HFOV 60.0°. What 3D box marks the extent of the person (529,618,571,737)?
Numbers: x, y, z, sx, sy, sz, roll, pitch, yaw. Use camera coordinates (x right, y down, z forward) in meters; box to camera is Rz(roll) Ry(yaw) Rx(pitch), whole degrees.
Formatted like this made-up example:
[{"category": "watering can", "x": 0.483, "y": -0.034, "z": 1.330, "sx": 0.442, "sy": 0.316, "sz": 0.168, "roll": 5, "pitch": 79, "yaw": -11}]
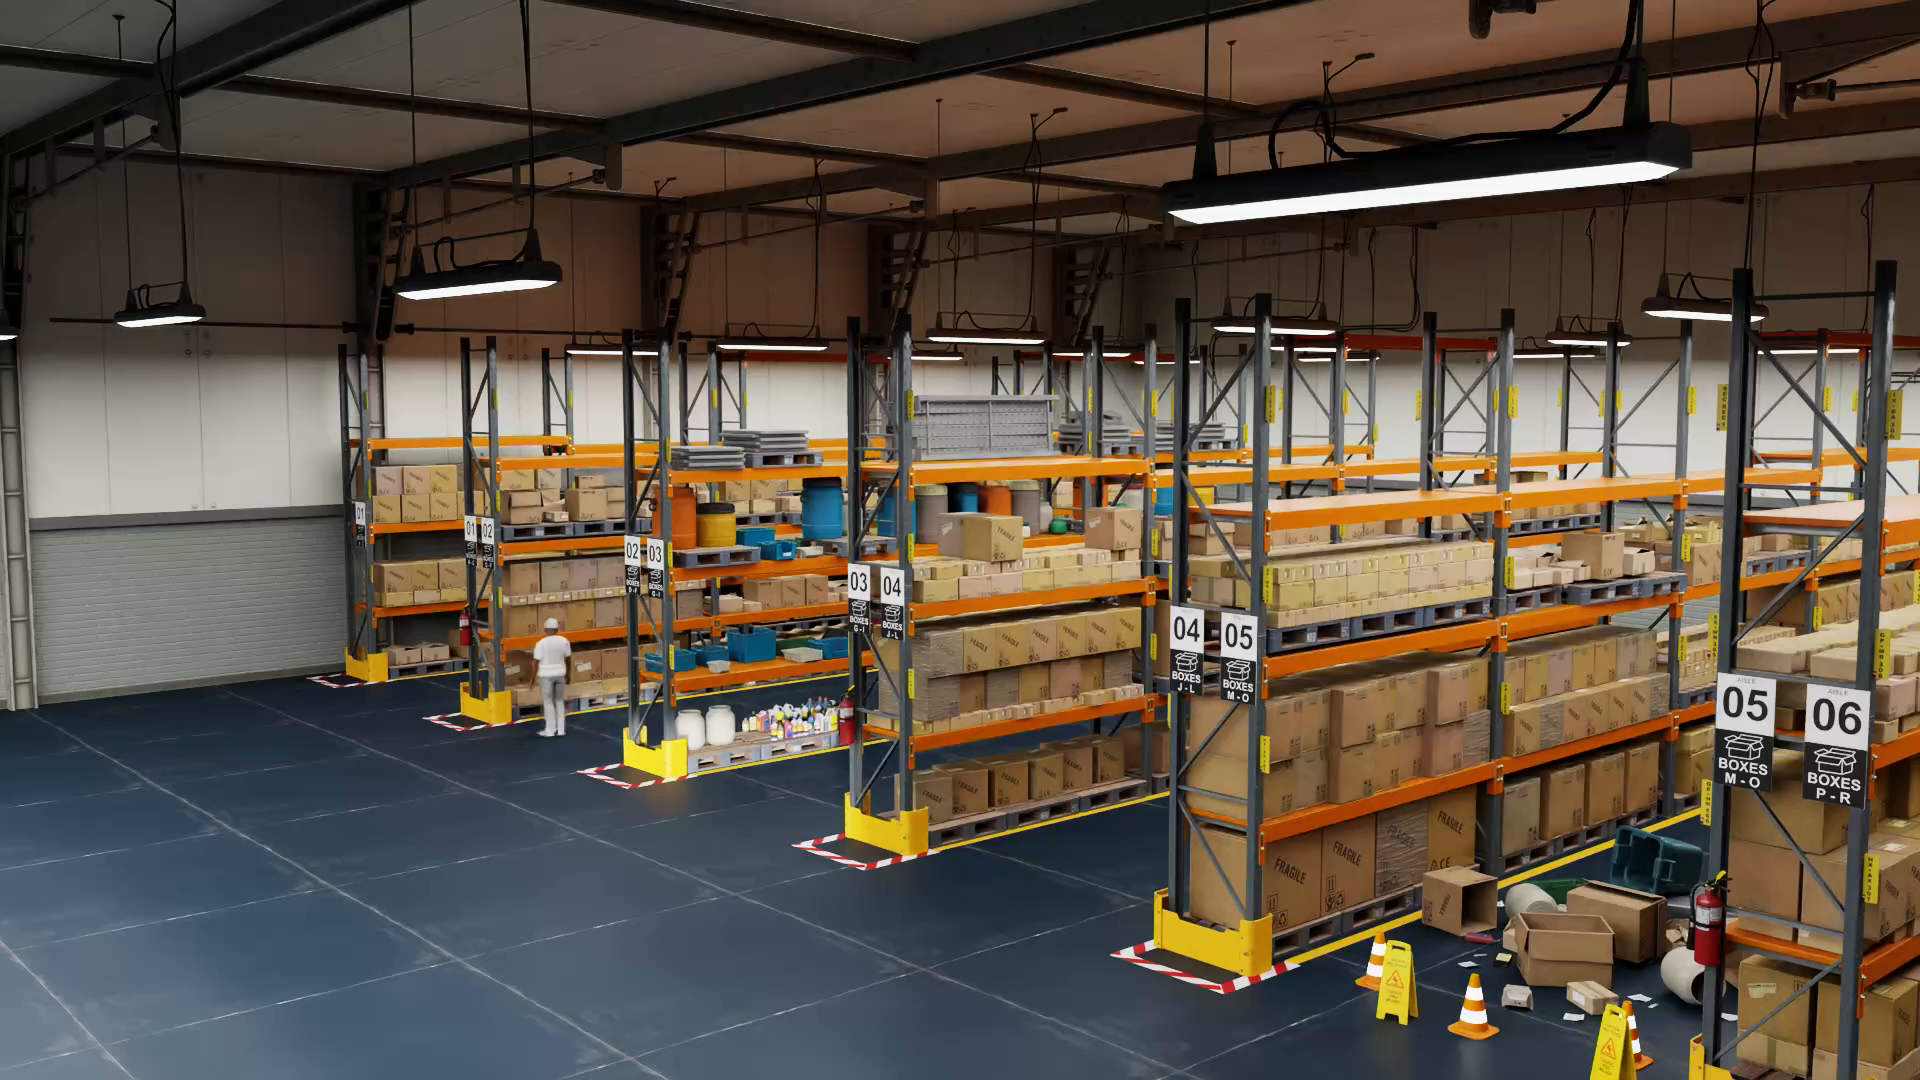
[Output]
[{"category": "person", "x": -6.129, "y": 2.061, "z": 24.882, "sx": 0.672, "sy": 1.798, "sz": 0.361, "roll": -5, "pitch": 7, "yaw": -43}]
